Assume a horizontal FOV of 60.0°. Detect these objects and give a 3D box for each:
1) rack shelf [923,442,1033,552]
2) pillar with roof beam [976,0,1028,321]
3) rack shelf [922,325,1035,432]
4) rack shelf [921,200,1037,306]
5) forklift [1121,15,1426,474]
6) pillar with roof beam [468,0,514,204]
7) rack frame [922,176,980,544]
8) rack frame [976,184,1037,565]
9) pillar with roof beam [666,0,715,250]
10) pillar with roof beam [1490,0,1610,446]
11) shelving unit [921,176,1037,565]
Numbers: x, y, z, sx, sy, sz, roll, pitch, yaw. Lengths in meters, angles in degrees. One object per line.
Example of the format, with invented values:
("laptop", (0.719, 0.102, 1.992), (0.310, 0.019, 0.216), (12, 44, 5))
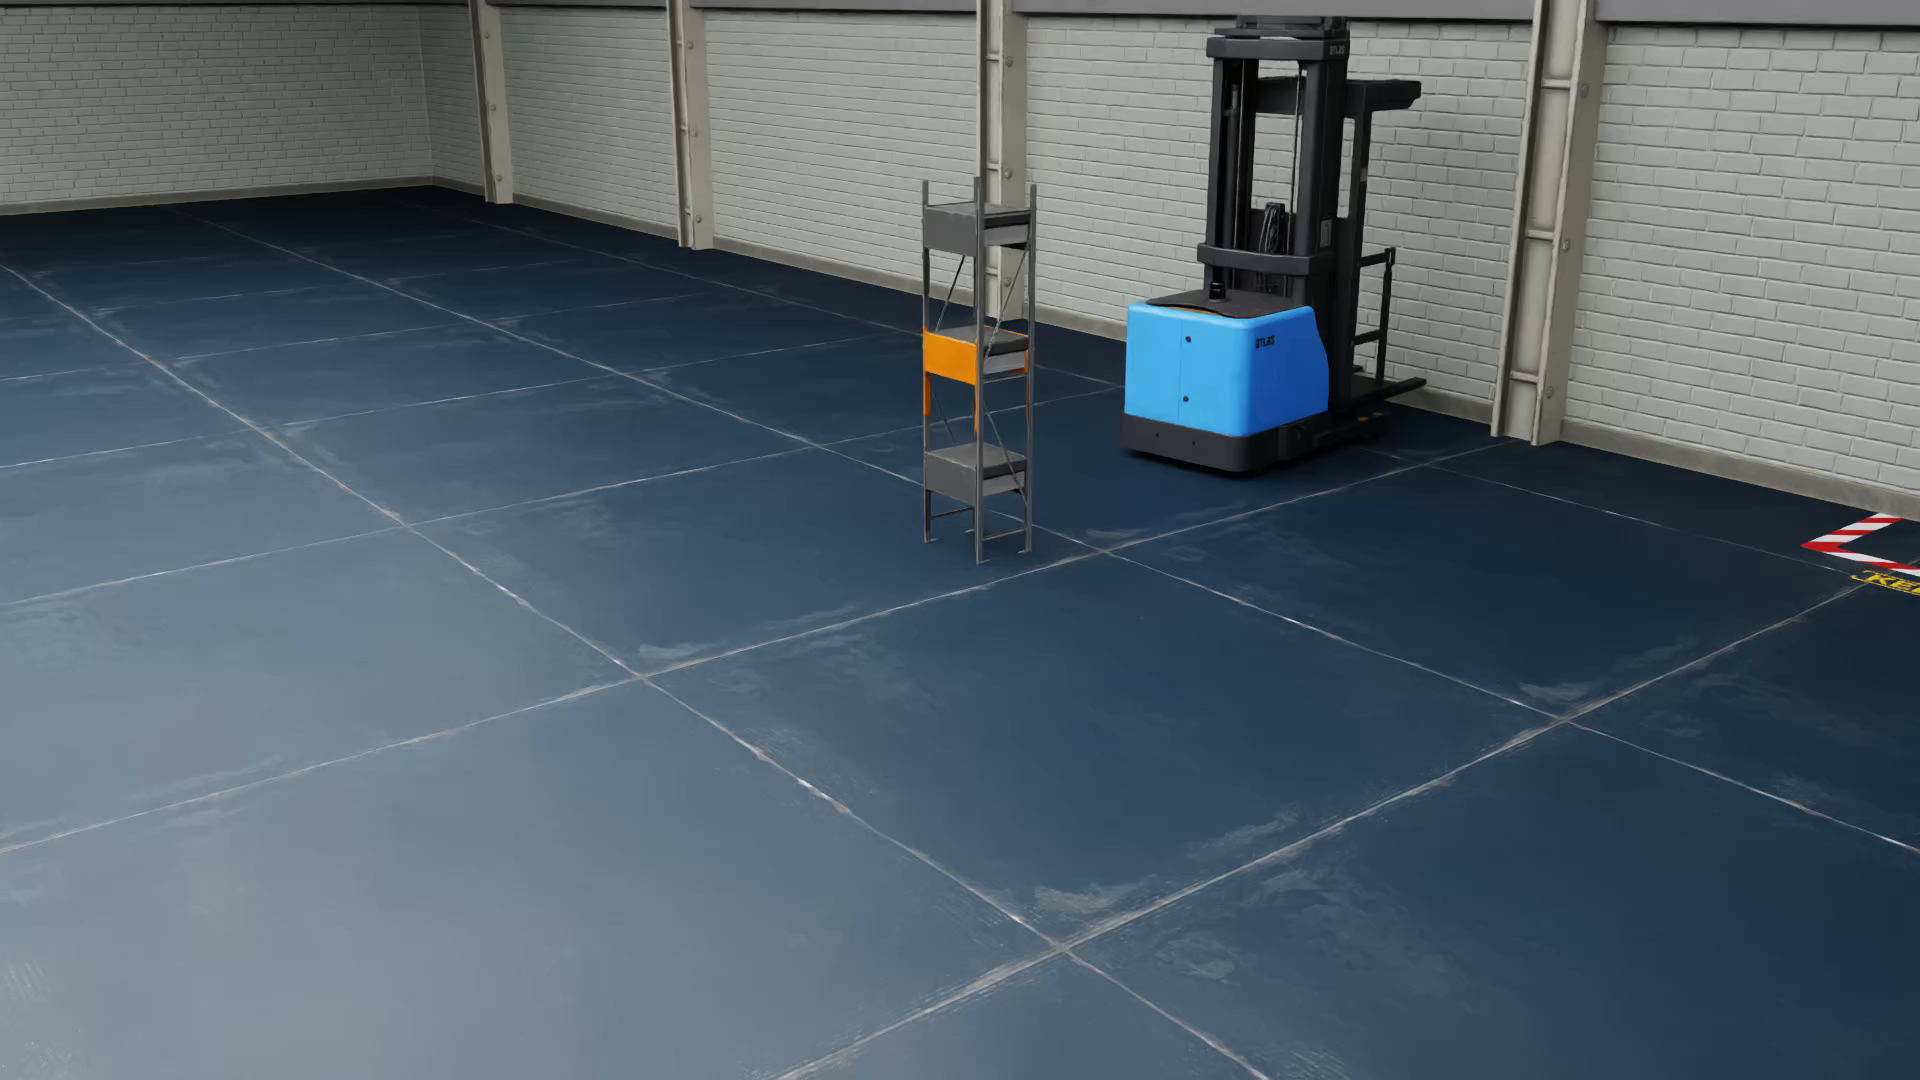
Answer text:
("rack shelf", (0.103, -0.279, 9.634), (0.431, 0.518, 0.480), (-14, 23, -36))
("pillar with roof beam", (-2.978, -5.659, 12.637), (9.100, 9.000, 0.400), (-14, 23, -36))
("rack shelf", (0.103, -0.943, 9.414), (0.431, 0.518, 0.480), (-14, 23, -36))
("rack shelf", (0.103, -1.608, 9.193), (0.431, 0.518, 0.480), (-14, 23, -36))
("forklift", (2.510, -2.216, 11.892), (1.130, 2.935, 3.031), (17, 25, 41))
("pillar with roof beam", (-10.429, -8.616, 21.567), (9.100, 9.000, 0.400), (-14, 23, -36))
("rack frame", (-0.049, -1.016, 9.591), (0.400, 2.100, 0.015), (-14, 23, -36))
("rack frame", (0.254, -0.896, 9.228), (0.400, 2.100, 0.015), (-14, 23, -36))
("pillar with roof beam", (-6.703, -7.138, 17.102), (9.100, 9.000, 0.400), (-14, 23, -36))
("pillar with roof beam", (0.747, -4.181, 8.172), (9.100, 9.000, 0.400), (-14, 23, -36))
("shelving unit", (0.103, -0.956, 9.409), (0.431, 2.100, 0.503), (-14, 23, -36))
